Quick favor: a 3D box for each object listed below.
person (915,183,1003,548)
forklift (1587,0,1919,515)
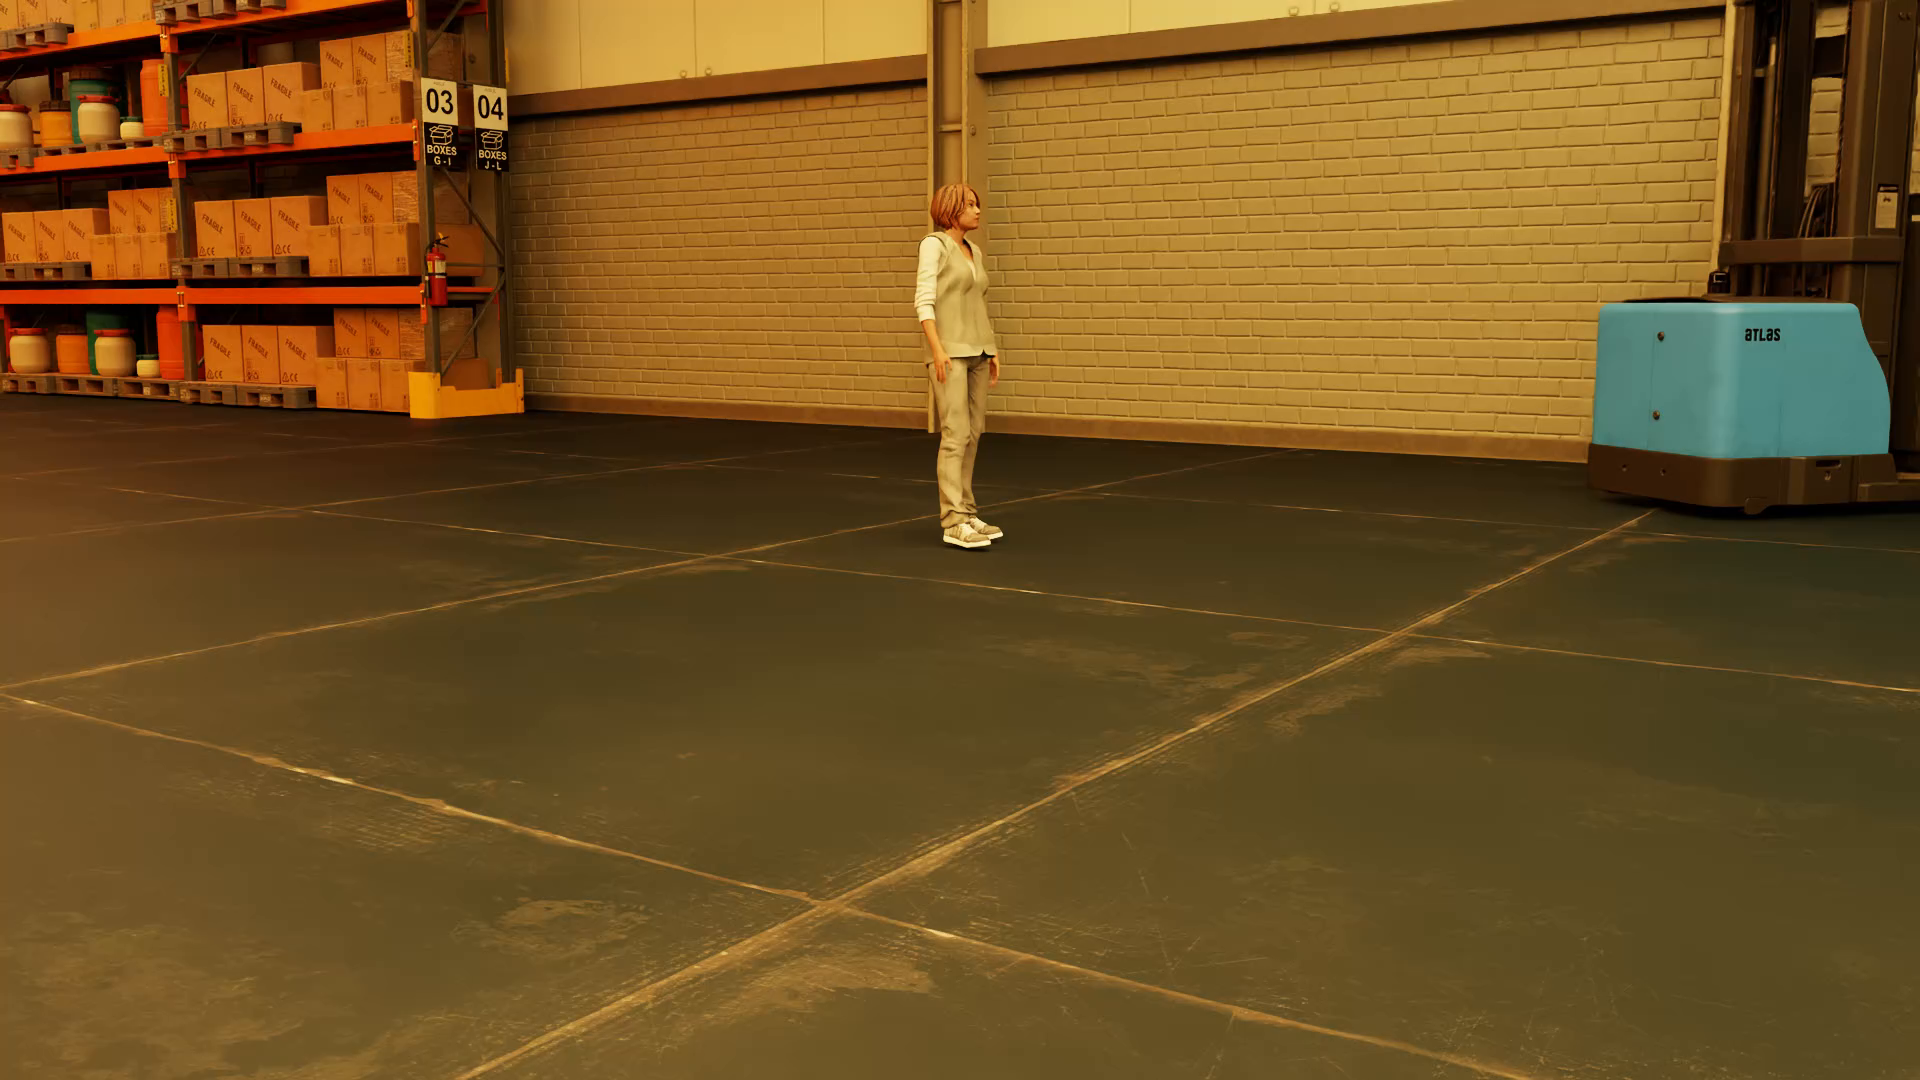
[{"bbox_3d":[0.054,-0.791,7.437,0.473,1.599,0.520,5,10,34],"label":"person"},{"bbox_3d":[5.018,-1.669,8.932,3.031,2.935,1.130,-2,8,-17],"label":"forklift"}]
